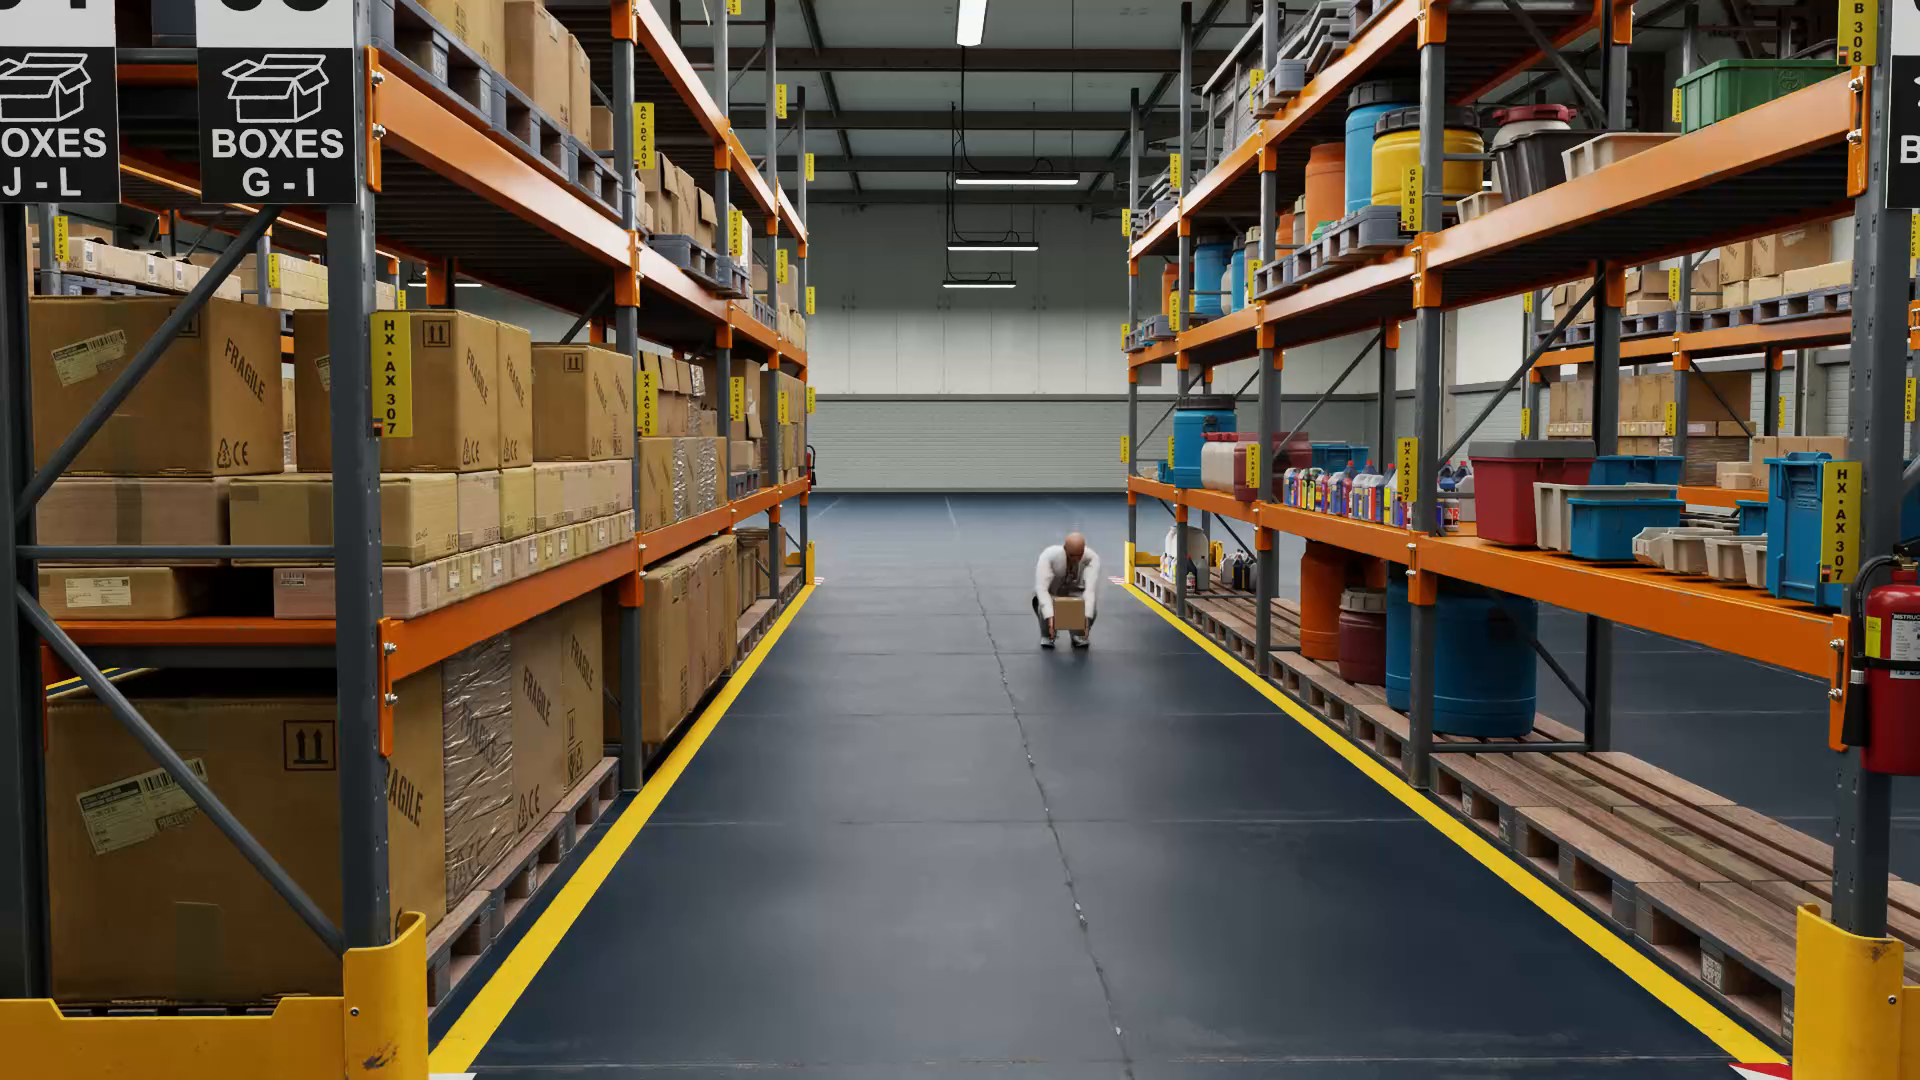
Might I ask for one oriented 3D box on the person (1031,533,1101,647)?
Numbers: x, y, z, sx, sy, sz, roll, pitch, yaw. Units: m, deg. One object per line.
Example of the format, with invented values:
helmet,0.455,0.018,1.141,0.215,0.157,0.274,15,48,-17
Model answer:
person,0.906,0.426,14.224,0.588,0.995,0.901,0,4,-2
